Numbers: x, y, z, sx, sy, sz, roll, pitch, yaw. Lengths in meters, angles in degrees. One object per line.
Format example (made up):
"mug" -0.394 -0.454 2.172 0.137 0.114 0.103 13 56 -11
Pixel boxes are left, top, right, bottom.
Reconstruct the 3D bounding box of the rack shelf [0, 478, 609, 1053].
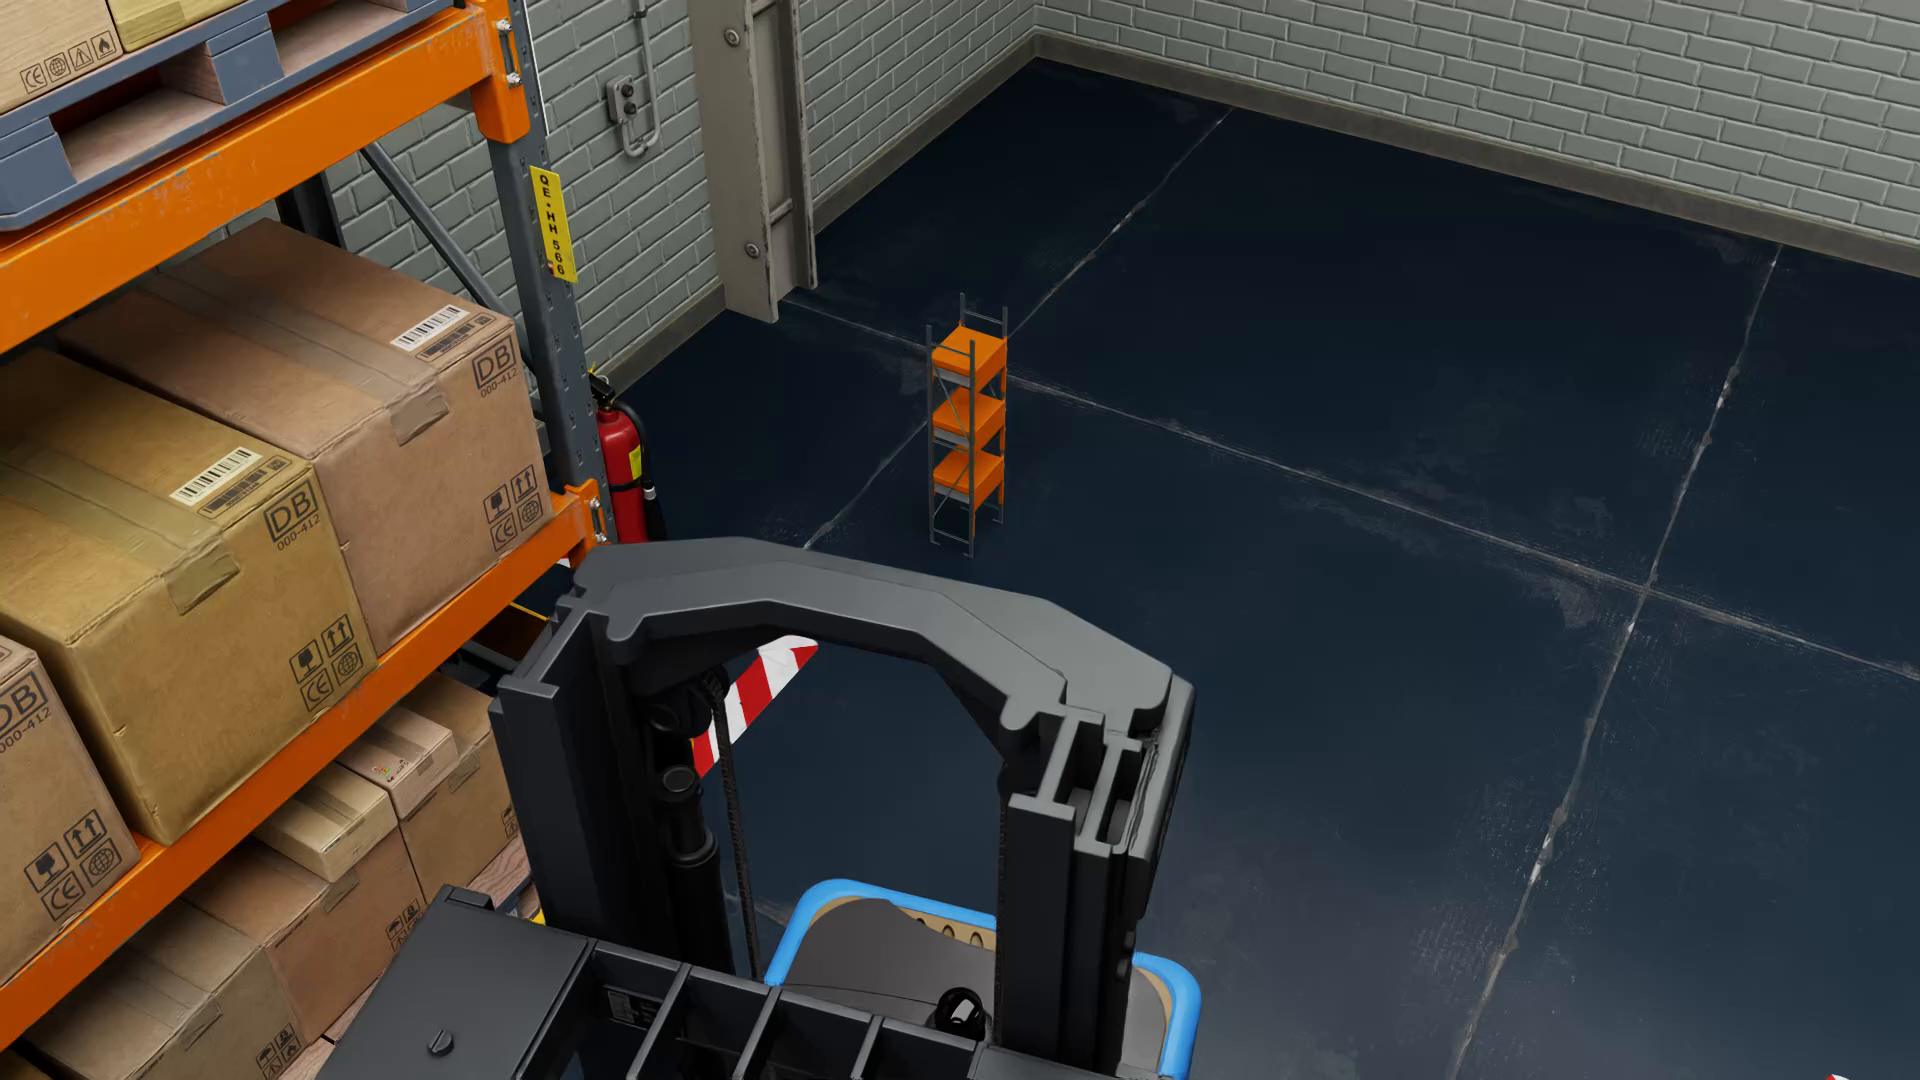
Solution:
"rack shelf" -2.530 0.926 3.973 1.077 0.370 4.000 21 45 22

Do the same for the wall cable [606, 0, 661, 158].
"wall cable" -1.707 -1.915 5.886 0.084 1.984 1.851 21 45 22

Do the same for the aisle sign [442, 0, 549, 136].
"aisle sign" -1.233 -1.406 4.109 0.394 0.787 0.004 21 45 22

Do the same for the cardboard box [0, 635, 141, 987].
"cardboard box" -2.520 0.548 3.631 0.980 0.700 0.700 19 45 20

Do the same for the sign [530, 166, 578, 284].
"sign" -1.066 -0.824 4.361 0.100 0.325 0.005 21 45 22

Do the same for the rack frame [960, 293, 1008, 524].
"rack frame" 0.088 -0.494 6.517 0.200 1.050 0.008 21 45 22

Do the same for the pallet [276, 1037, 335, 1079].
"pallet" -2.473 1.737 4.618 1.003 0.211 1.213 21 45 22

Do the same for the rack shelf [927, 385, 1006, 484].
"rack shelf" 0.027 -0.417 6.445 0.215 0.259 0.240 21 45 22

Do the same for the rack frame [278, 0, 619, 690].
"rack frame" -1.529 -0.488 5.035 1.000 3.000 0.127 21 45 22

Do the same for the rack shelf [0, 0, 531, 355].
"rack shelf" -2.530 -0.199 2.981 1.077 0.370 4.000 21 45 22

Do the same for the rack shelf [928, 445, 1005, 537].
"rack shelf" 0.027 -0.208 6.628 0.215 0.259 0.240 21 45 22

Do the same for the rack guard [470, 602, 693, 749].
"rack guard" -1.517 0.436 5.876 1.175 0.500 0.348 21 45 22

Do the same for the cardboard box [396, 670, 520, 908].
"cardboard box" -1.793 0.726 5.229 0.700 0.500 0.500 21 45 22

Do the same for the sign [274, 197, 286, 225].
"sign" -2.007 -1.030 4.935 0.100 0.325 0.005 21 45 22

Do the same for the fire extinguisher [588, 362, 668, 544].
"fire extinguisher" -1.054 -0.253 5.108 0.296 0.674 0.183 21 45 22

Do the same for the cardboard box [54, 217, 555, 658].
"cardboard box" -1.776 -0.305 4.600 0.980 0.700 0.700 23 46 24

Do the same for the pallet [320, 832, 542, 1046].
"pallet" -1.861 1.042 5.407 1.003 0.211 1.213 21 45 22

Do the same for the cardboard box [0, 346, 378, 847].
"cardboard box" -2.130 0.114 4.123 0.980 0.700 0.700 21 45 22

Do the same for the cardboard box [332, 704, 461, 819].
"cardboard box" -1.699 0.616 4.863 0.380 0.149 0.250 20 45 22

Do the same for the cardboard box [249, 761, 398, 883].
"cardboard box" -1.827 0.763 4.697 0.380 0.149 0.250 22 46 23

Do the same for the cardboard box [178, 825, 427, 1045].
"cardboard box" -2.043 1.012 4.904 0.700 0.500 0.500 21 45 22

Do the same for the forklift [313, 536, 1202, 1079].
"forklift" -0.324 1.566 2.754 1.130 2.935 3.031 11 43 13

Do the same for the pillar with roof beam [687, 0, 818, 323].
"pillar with roof beam" 2.800 -3.147 3.514 9.100 9.000 0.400 21 45 22

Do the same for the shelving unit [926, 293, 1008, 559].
"shelving unit" 0.027 -0.425 6.438 0.215 1.050 0.252 21 45 22

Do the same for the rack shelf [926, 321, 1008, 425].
"rack shelf" 0.027 -0.630 6.257 0.215 0.259 0.240 21 45 22

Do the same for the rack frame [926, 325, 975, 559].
"rack frame" -0.034 -0.355 6.359 0.200 1.050 0.008 21 45 22

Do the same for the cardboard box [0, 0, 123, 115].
"cardboard box" -1.925 -0.948 3.007 0.500 0.250 0.500 19 45 21

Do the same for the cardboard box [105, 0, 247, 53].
"cardboard box" -1.666 -1.246 3.345 0.500 0.250 0.500 22 46 23

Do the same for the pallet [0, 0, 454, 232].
"pallet" -1.891 -1.153 3.587 1.003 0.211 1.213 21 45 22

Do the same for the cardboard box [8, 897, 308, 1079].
"cardboard box" -2.294 1.300 4.577 0.700 0.500 0.500 19 45 21
